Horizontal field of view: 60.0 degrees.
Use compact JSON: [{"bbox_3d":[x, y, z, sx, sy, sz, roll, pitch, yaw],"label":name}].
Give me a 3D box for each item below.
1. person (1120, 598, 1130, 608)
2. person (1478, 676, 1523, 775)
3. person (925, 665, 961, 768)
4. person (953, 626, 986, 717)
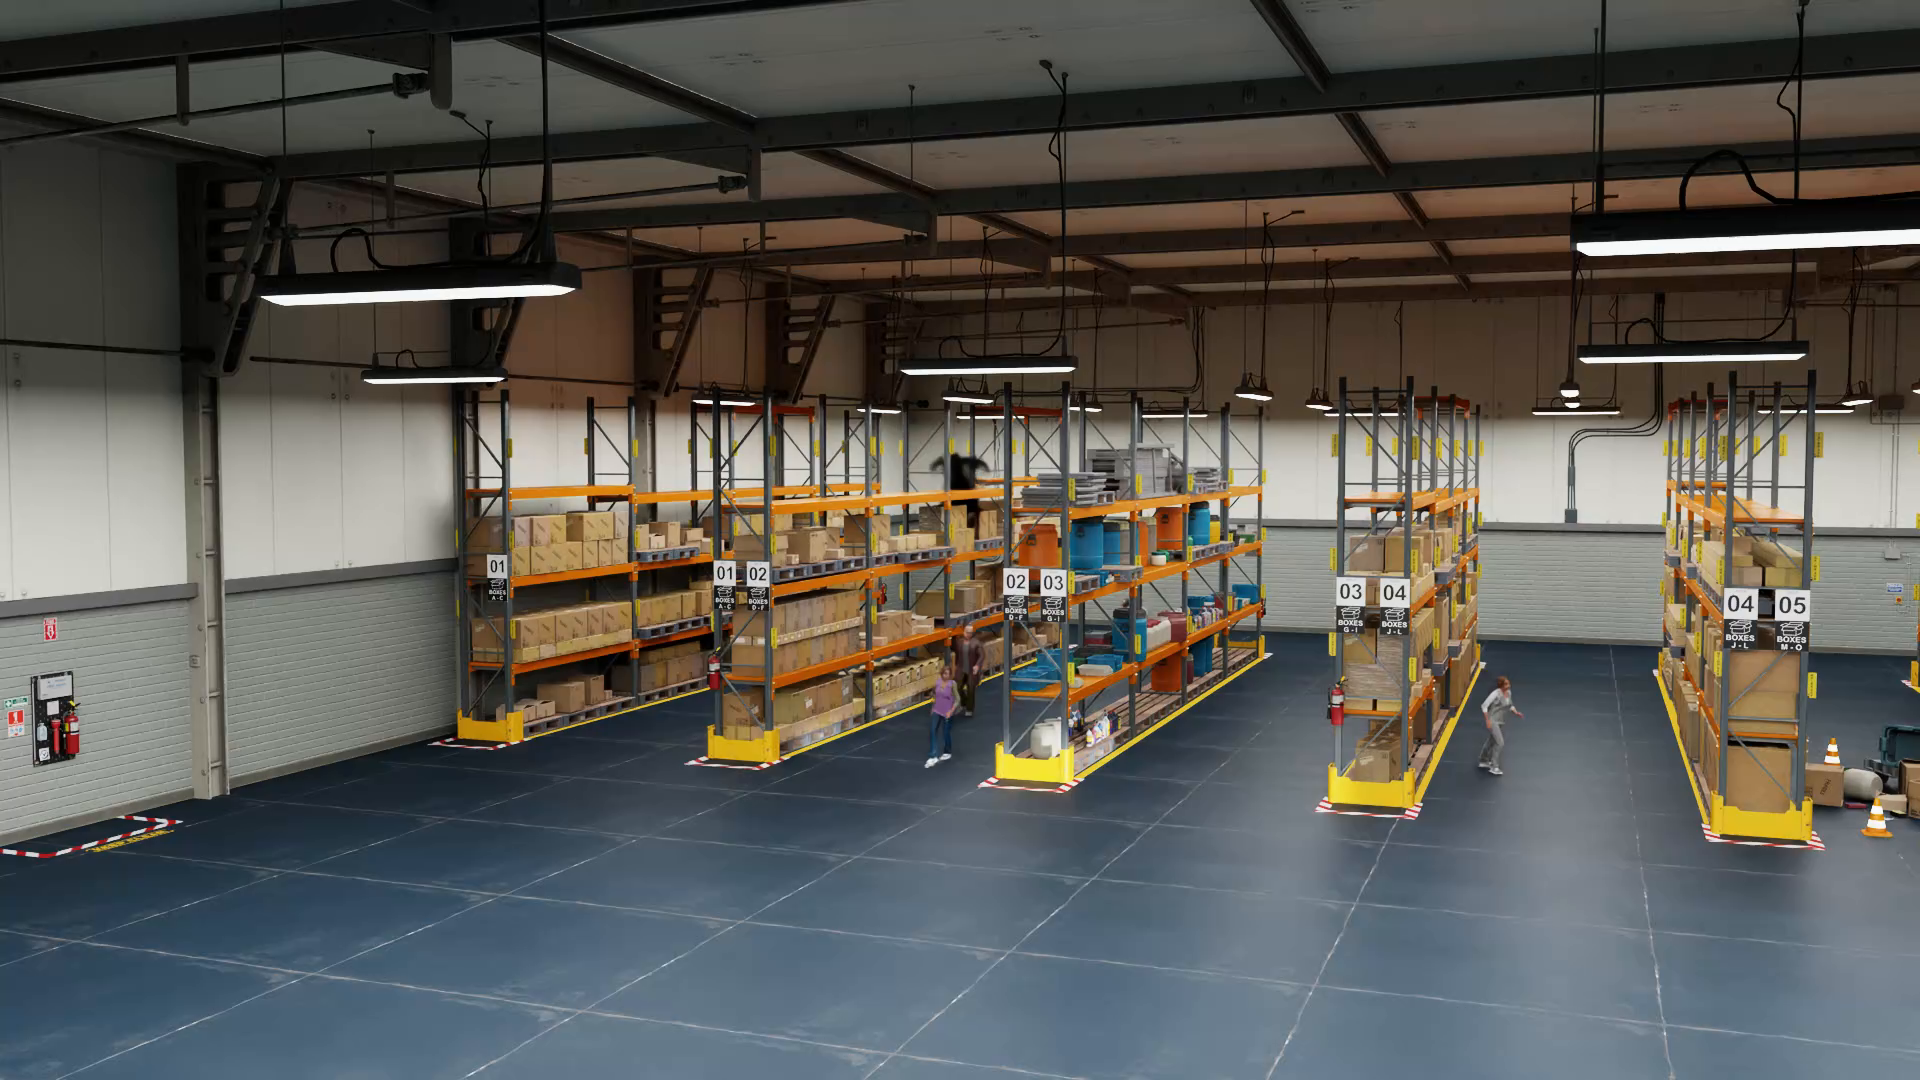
[{"bbox_3d":[3.658,2.145,36.767,0.583,1.758,0.754,1,3,22],"label":"person"},{"bbox_3d":[8.318,2.830,25.662,0.607,1.534,0.765,-3,4,-43],"label":"person"},{"bbox_3d":[-0.226,2.827,26.315,0.541,1.482,0.662,1,3,18],"label":"person"},{"bbox_3d":[0.145,2.489,30.710,0.705,1.608,0.823,1,3,15],"label":"person"}]
